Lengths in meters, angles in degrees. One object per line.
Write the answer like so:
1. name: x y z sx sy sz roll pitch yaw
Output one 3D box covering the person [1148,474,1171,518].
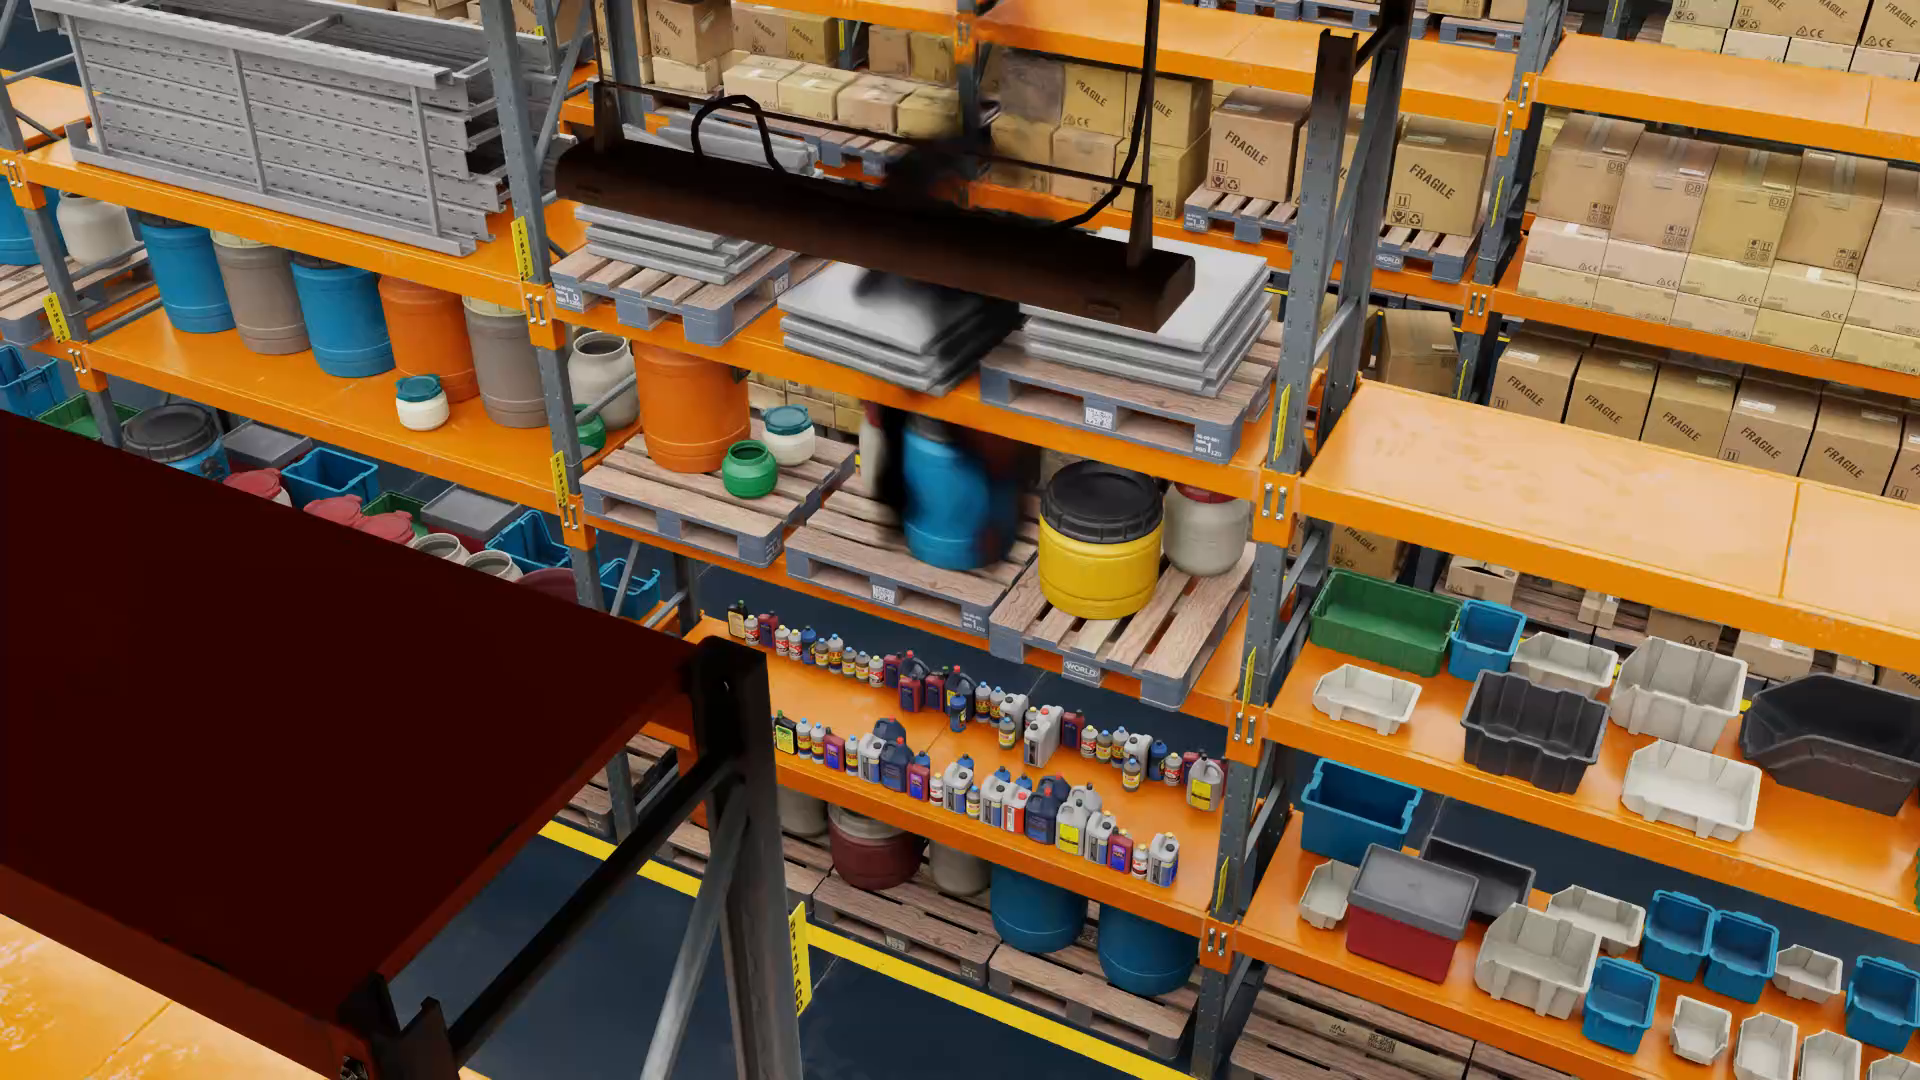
1. person: 1.341 0.208 11.678 0.633 1.745 0.544 16 38 21
